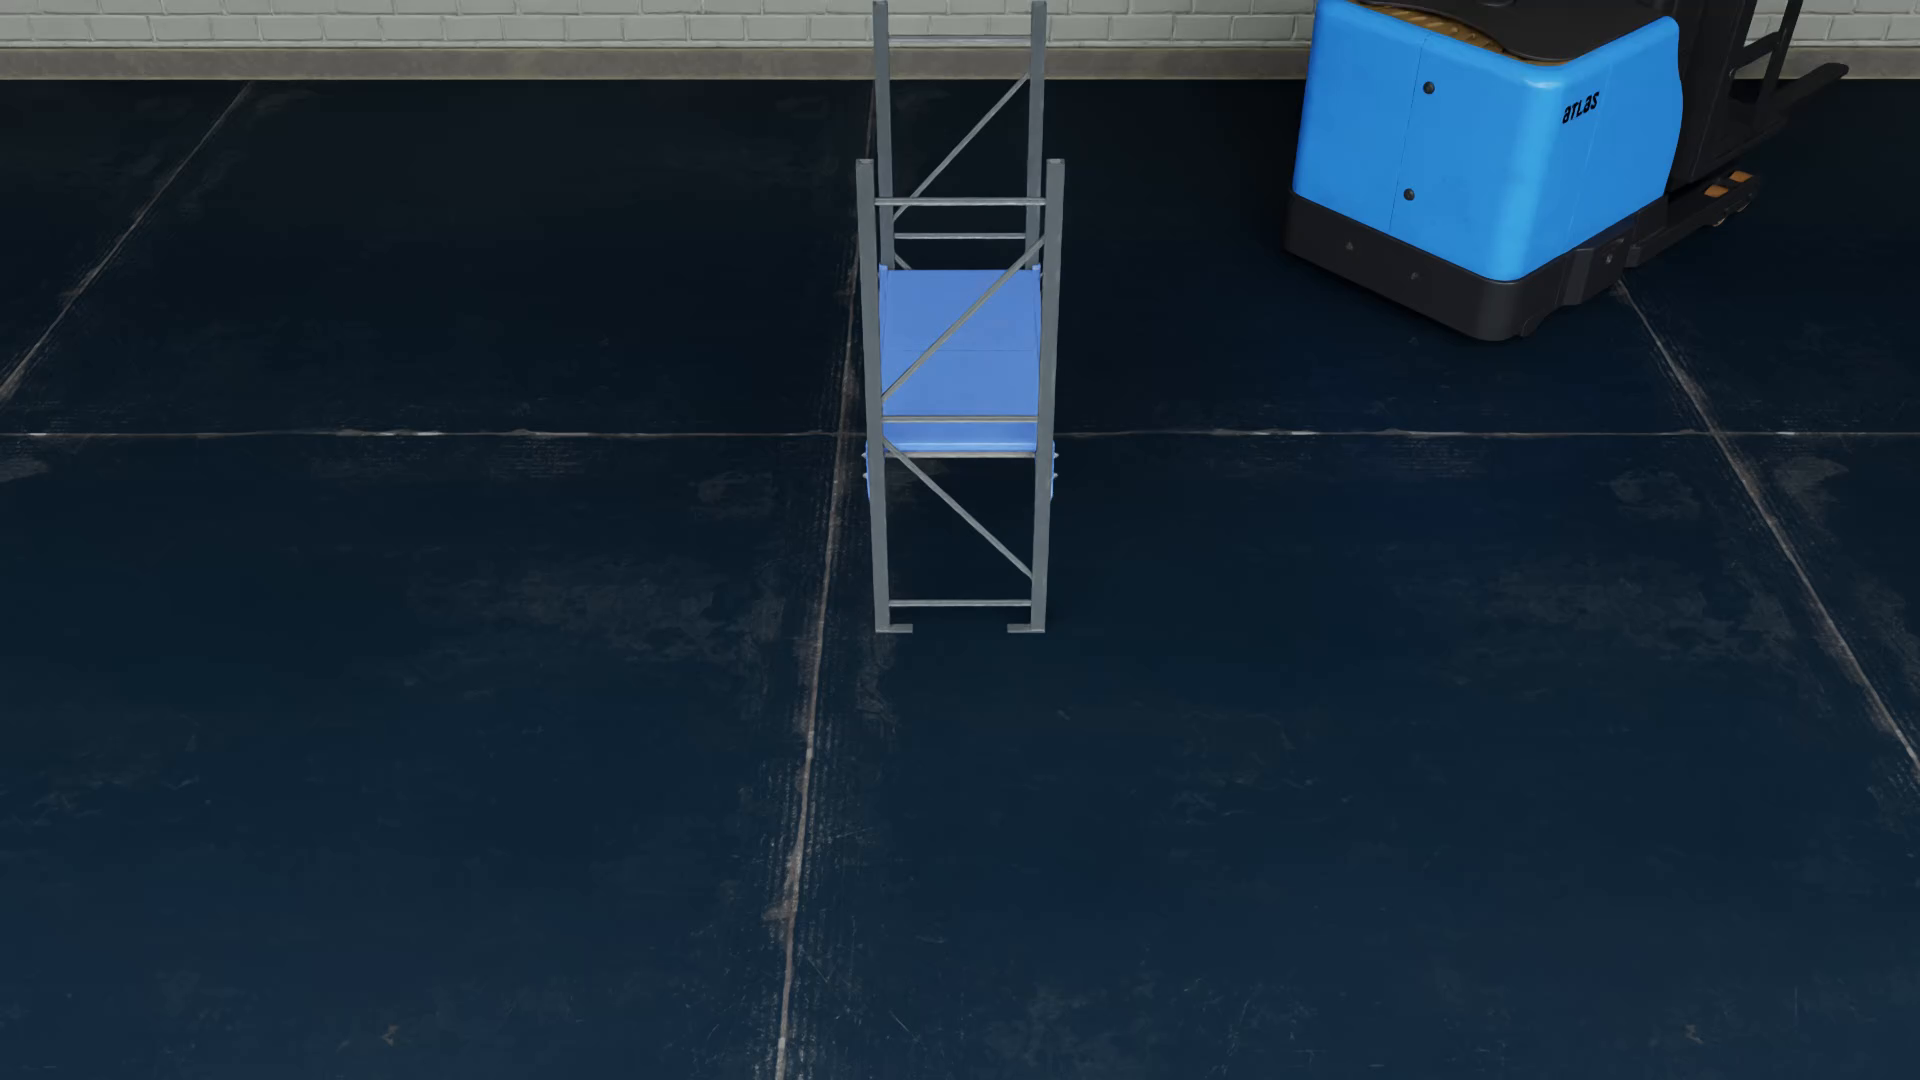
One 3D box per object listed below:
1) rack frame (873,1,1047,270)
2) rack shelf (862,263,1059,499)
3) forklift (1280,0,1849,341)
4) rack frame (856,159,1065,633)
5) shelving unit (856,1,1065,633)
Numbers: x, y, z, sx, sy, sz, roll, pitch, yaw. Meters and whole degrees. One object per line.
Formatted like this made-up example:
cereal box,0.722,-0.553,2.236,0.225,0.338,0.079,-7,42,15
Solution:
rack frame,-0.001,-0.956,5.244,0.500,1.500,0.032,0,39,0
rack shelf,0.000,-0.498,4.960,0.538,0.185,1.000,0,39,0
forklift,2.708,-2.656,6.221,3.031,2.935,1.130,-29,47,-31
rack frame,0.000,-0.321,4.451,0.500,1.500,0.032,0,39,0
shelving unit,0.000,-0.639,4.848,0.538,1.500,1.048,0,39,0
